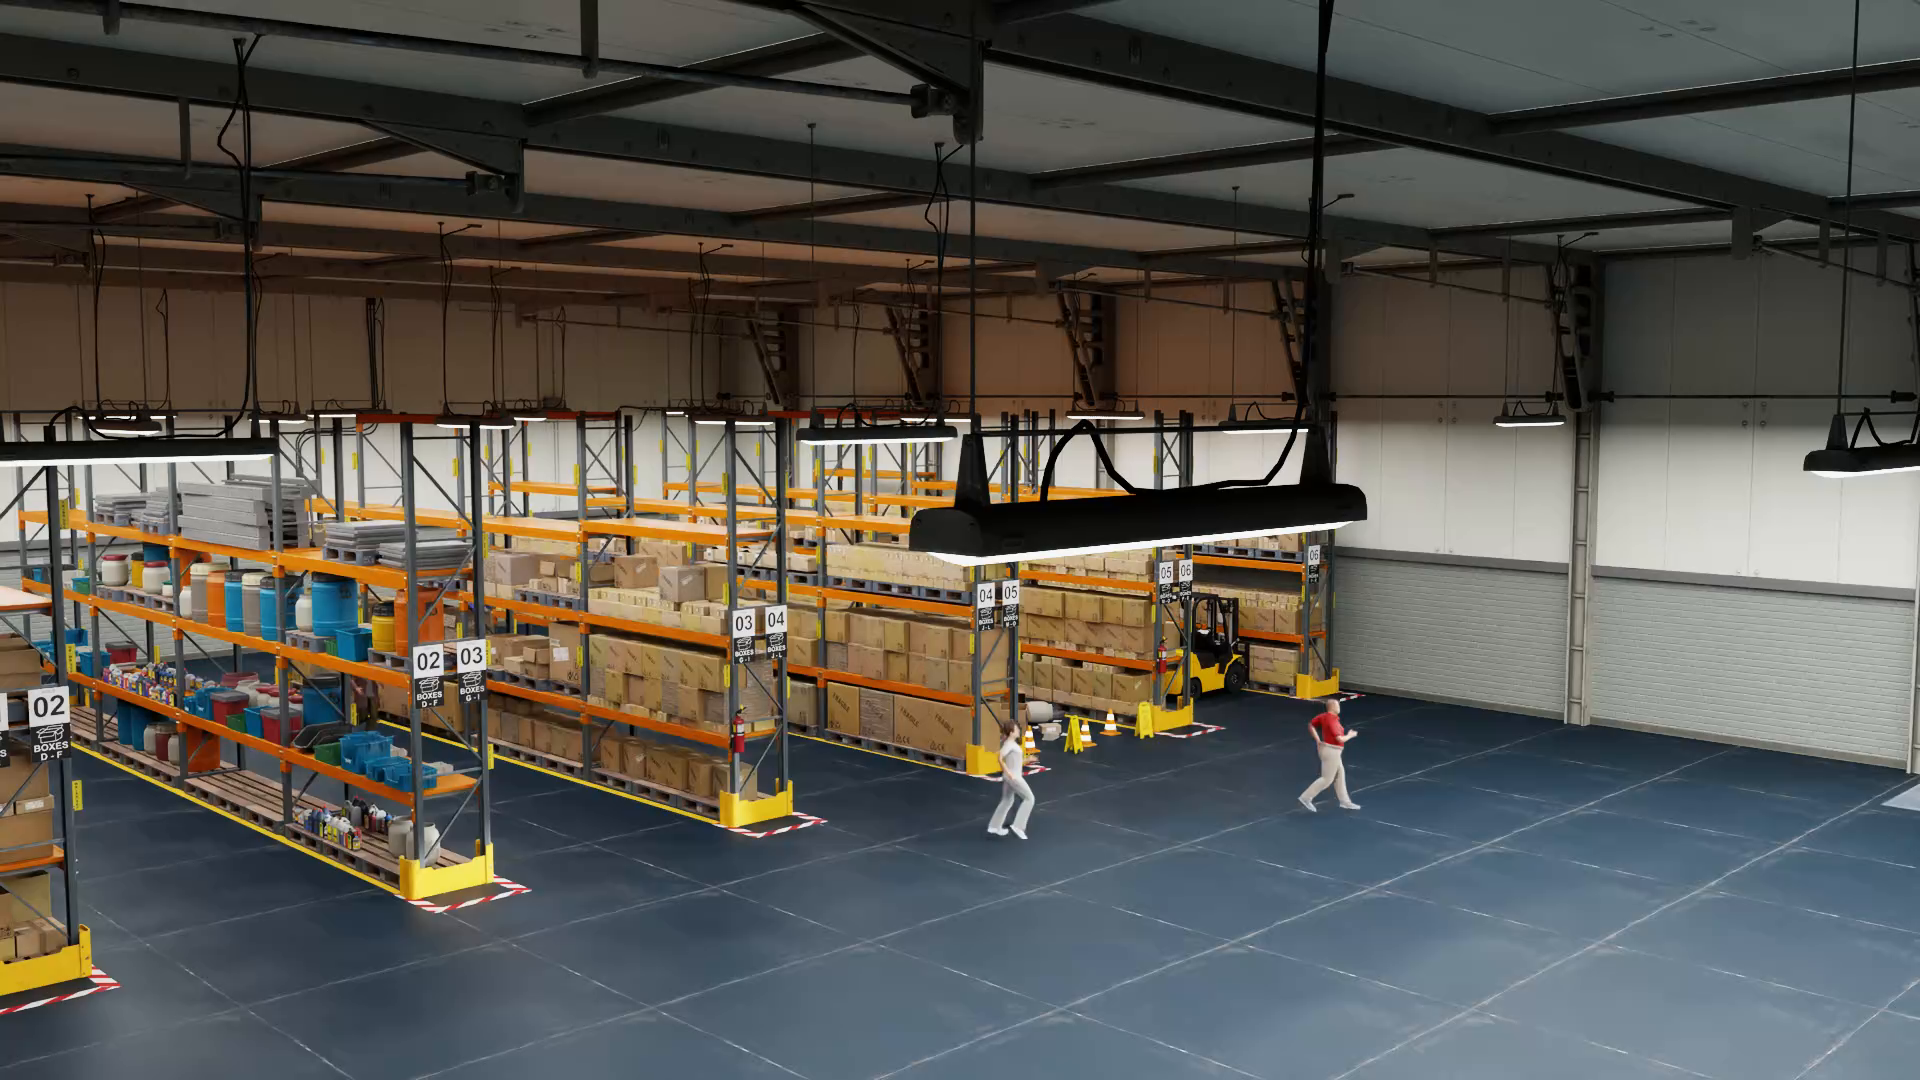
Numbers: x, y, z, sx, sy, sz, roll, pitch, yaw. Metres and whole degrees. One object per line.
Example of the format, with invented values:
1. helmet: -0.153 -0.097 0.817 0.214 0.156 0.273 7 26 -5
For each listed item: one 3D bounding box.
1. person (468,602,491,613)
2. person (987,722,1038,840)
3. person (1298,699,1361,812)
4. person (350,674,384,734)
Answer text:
1. person: -11.654 2.049 40.104 0.579 1.704 0.687 2 5 21
2. person: 0.751 3.438 23.743 0.719 1.705 0.532 -1 5 -7
3. person: 5.601 3.249 25.144 1.011 1.707 0.670 0 5 -4
4. person: -10.861 2.877 30.431 0.715 1.650 0.750 5 7 44
